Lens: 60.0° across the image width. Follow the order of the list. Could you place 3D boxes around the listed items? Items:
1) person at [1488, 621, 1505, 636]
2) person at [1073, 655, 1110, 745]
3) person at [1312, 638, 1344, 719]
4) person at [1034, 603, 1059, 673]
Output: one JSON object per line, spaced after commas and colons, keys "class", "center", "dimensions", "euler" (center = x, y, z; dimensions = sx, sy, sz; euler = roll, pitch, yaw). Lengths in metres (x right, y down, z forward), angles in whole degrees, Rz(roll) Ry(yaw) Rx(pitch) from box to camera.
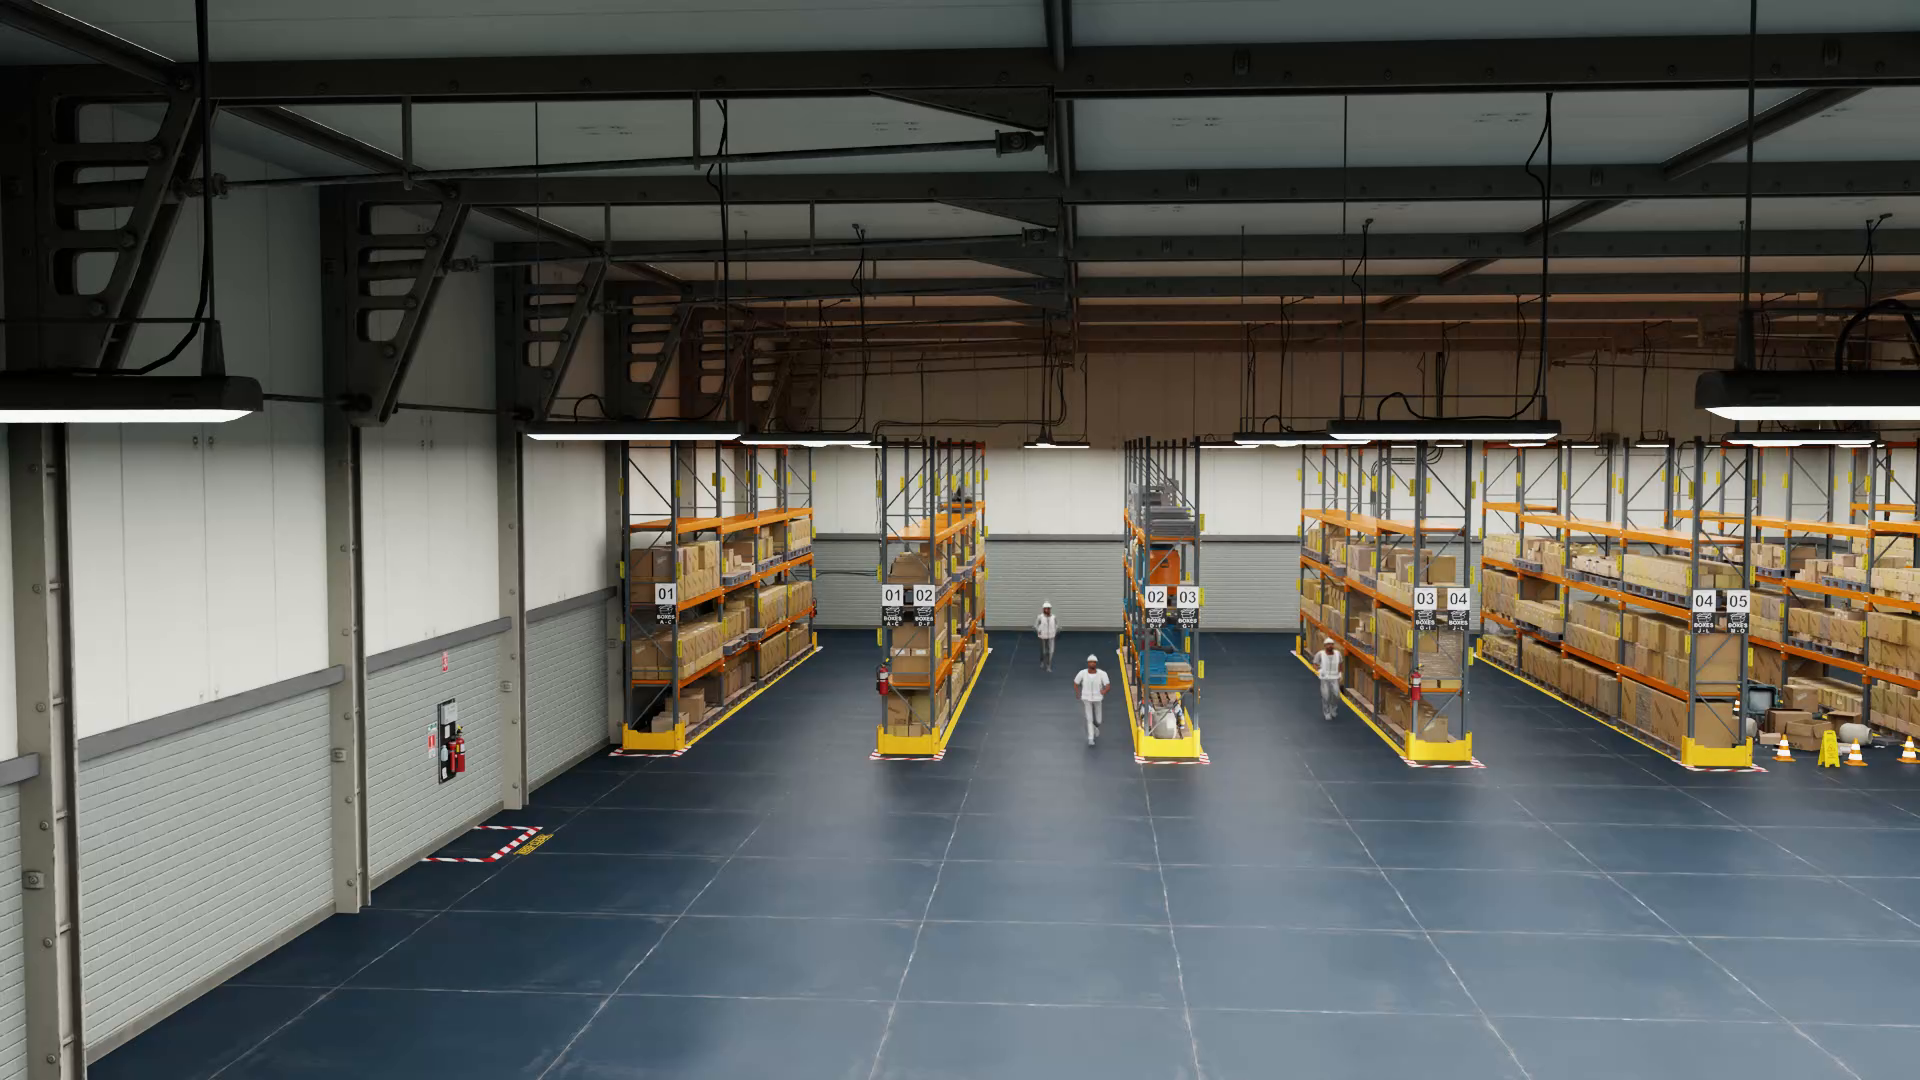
{"class": "person", "center": [15.396, 2.323, 47.574], "dimensions": [0.550, 1.715, 0.700], "euler": [1, 3, 21]}
{"class": "person", "center": [2.576, 3.118, 32.521], "dimensions": [0.711, 1.733, 0.795], "euler": [0, 3, 1]}
{"class": "person", "center": [7.838, 2.952, 35.319], "dimensions": [0.681, 1.741, 0.571], "euler": [0, 3, 3]}
{"class": "person", "center": [2.194, 2.451, 42.086], "dimensions": [0.652, 1.747, 0.780], "euler": [-1, 3, -10]}
